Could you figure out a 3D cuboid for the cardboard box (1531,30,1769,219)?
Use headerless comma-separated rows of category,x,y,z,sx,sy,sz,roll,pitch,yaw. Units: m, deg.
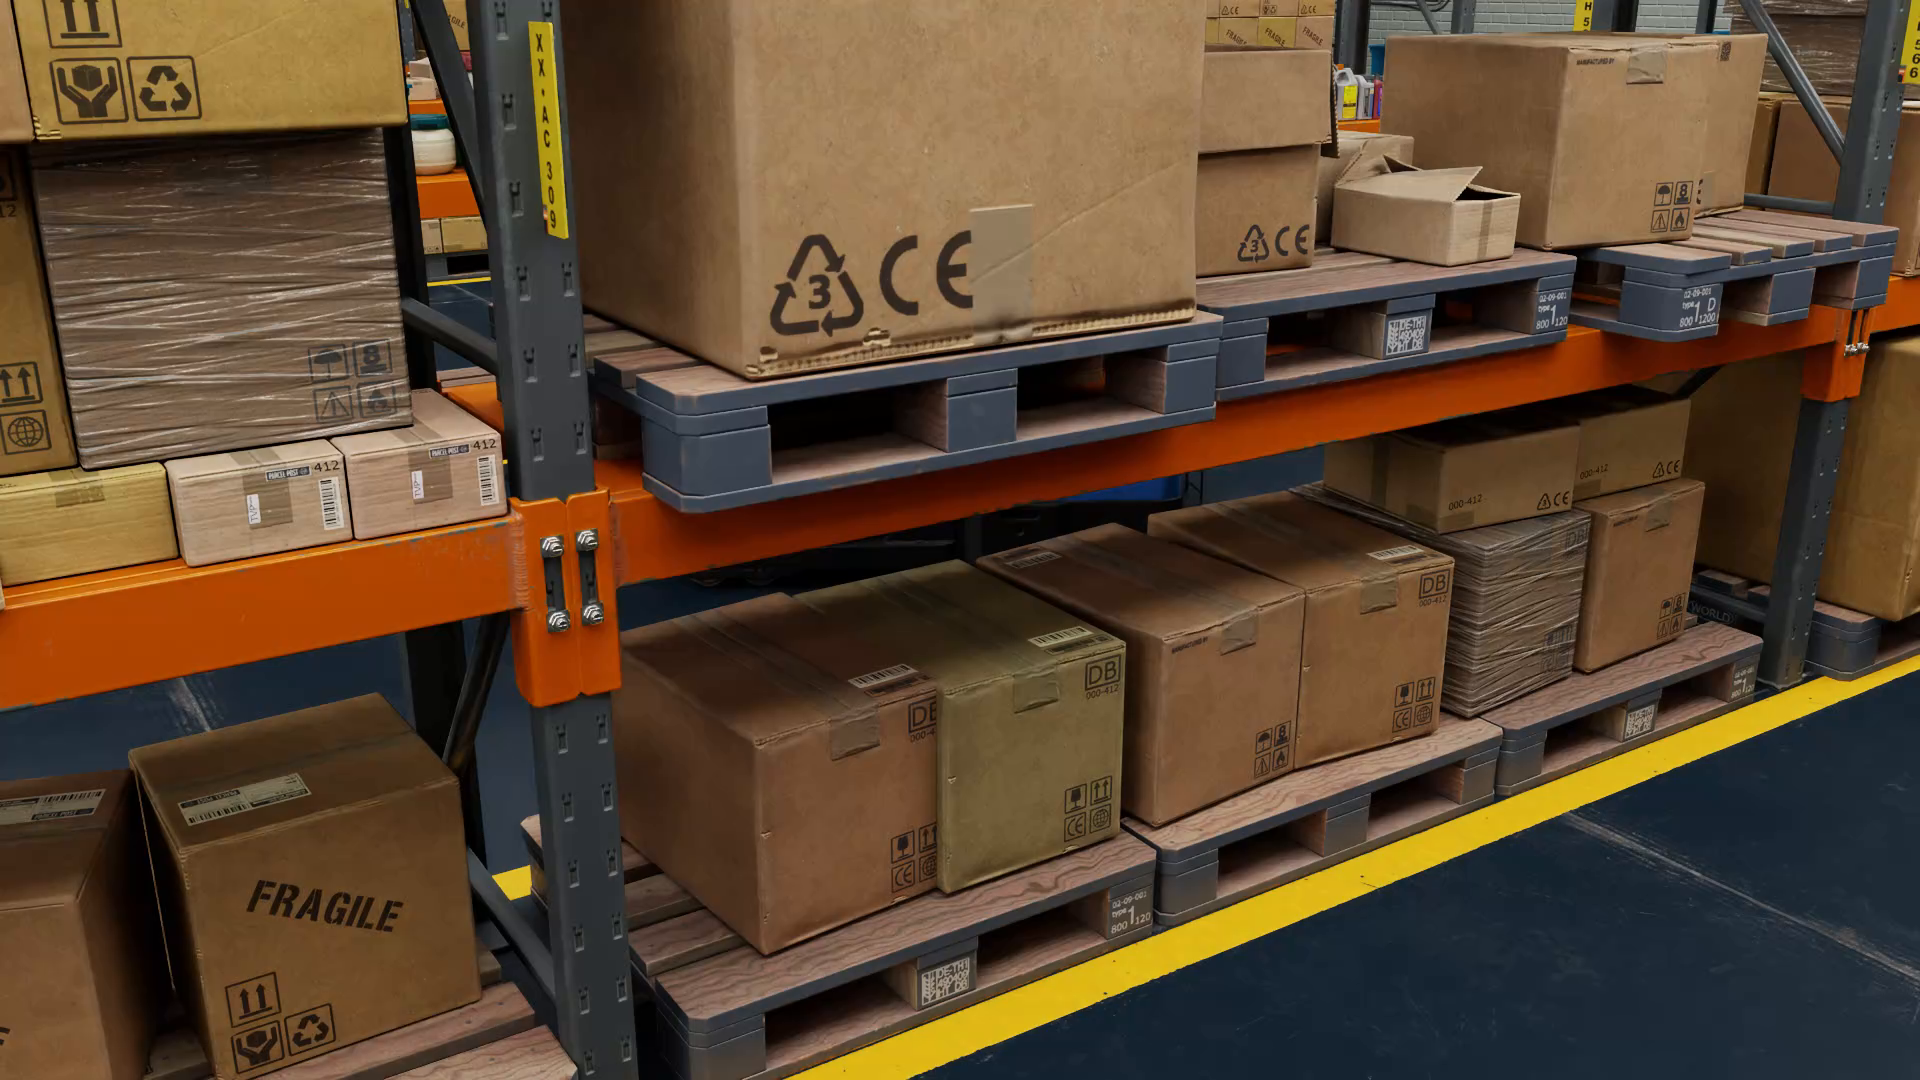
cardboard box,1.961,-1.219,4.855,0.500,0.500,0.500,-15,24,-38

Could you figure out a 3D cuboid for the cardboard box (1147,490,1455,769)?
cardboard box,0.916,0.223,4.617,0.500,0.500,0.700,-10,21,-27

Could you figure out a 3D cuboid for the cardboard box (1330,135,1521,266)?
cardboard box,1.146,-0.848,4.123,0.258,0.266,0.396,-13,22,-33

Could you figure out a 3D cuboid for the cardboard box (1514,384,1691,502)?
cardboard box,1.847,-0.332,5.089,0.500,0.250,0.500,-11,22,-29

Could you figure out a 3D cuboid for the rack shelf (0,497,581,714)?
rack shelf,-2.621,0.319,2.241,4.000,0.370,1.077,-12,22,-31

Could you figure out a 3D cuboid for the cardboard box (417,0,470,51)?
cardboard box,-5.236,-5.268,16.992,0.500,0.500,0.500,-11,22,-30

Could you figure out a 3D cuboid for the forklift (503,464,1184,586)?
forklift,-0.682,-1.389,6.278,3.031,2.935,1.130,-1,19,-2

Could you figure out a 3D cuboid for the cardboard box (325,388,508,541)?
cardboard box,-0.968,-0.139,2.863,0.250,0.149,0.380,-12,22,-31

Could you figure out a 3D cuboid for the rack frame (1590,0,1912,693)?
rack frame,2.390,-1.079,5.252,0.127,3.000,1.000,-12,22,-31

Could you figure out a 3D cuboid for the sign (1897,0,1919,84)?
sign,2.697,-1.446,4.654,0.005,0.325,0.100,-12,22,-31

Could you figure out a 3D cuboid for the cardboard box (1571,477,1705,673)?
cardboard box,1.842,0.021,5.217,0.500,0.500,0.700,-13,23,-34

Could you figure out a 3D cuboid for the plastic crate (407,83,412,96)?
plastic crate,-2.924,-1.969,7.910,0.575,0.384,0.392,-12,22,-31

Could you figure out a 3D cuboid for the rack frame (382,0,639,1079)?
rack frame,-0.950,-0.374,3.168,0.127,3.000,1.000,-12,22,-31

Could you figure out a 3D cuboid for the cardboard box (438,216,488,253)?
cardboard box,-3.789,-2.376,12.726,0.500,0.250,0.500,-12,22,-32

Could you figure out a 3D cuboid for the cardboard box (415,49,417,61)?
cardboard box,-5.651,-5.070,17.418,0.250,0.149,0.380,-12,22,-31

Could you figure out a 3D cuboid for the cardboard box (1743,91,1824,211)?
cardboard box,2.666,-1.279,5.689,0.500,0.500,0.500,-11,22,-30

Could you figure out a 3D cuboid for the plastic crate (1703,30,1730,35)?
plastic crate,6.171,-3.749,13.001,0.499,0.435,0.616,-12,22,-31

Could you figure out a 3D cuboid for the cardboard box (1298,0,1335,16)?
cardboard box,3.406,-5.507,16.634,0.500,0.500,0.500,-12,22,-32

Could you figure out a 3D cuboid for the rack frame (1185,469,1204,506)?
rack frame,1.020,-0.602,7.121,0.006,0.900,0.240,-3,19,-8

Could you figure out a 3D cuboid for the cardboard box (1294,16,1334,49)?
cardboard box,3.402,-5.034,16.795,0.500,0.500,0.500,-11,22,-30

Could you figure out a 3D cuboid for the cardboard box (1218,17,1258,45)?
cardboard box,2.551,-4.855,16.266,0.500,0.500,0.500,-12,22,-31

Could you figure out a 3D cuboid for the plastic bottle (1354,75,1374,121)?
plastic bottle,2.551,-2.829,10.623,0.135,0.276,0.152,-12,22,-31

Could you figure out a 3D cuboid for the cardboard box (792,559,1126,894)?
cardboard box,-0.017,0.420,4.034,0.500,0.500,0.700,-12,22,-32

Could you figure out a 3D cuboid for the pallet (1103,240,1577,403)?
pallet,0.760,-0.628,4.219,1.213,0.211,1.003,-12,22,-31

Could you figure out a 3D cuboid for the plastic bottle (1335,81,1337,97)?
plastic bottle,2.265,-2.803,10.428,0.185,0.351,0.144,-12,22,-31

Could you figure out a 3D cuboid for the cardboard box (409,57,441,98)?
cardboard box,-3.908,-3.581,12.793,0.500,0.311,0.500,-12,22,-32

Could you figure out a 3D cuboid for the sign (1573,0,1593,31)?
sign,2.082,-1.775,5.504,0.005,0.325,0.100,-12,22,-31

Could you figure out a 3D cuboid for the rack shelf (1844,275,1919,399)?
rack shelf,4.061,-1.090,6.409,4.000,0.370,1.077,-12,22,-31

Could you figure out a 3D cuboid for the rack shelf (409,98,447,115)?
rack shelf,-4.725,-3.036,12.164,4.000,0.370,1.077,-12,22,-31

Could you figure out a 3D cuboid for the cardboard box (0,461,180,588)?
cardboard box,-1.424,-0.069,2.658,0.250,0.149,0.380,-12,22,-31

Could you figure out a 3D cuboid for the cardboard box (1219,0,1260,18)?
cardboard box,2.554,-5.325,16.096,0.500,0.500,0.500,-11,22,-30

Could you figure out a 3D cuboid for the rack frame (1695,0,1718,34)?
rack frame,6.348,-3.813,13.338,0.127,3.000,1.000,-12,22,-31

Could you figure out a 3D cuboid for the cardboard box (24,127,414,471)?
cardboard box,-1.360,-0.500,2.918,0.500,0.500,0.875,-12,22,-31

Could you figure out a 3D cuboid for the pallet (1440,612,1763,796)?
pallet,1.737,0.380,5.292,1.213,0.211,1.003,-12,22,-31

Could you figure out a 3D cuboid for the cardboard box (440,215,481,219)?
cardboard box,-3.787,-2.640,12.631,0.500,0.311,0.500,-12,22,-32

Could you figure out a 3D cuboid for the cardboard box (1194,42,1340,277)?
cardboard box,0.447,-0.952,4.060,0.637,0.503,0.797,-9,21,-26

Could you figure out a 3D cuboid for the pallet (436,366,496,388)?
pallet,-2.020,-0.743,8.612,1.213,0.211,1.003,-12,22,-31

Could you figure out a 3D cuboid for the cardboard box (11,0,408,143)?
cardboard box,-1.175,-0.883,2.492,0.500,0.500,0.500,-12,22,-31

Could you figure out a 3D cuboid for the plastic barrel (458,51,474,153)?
plastic barrel,-2.142,-2.002,7.772,0.433,0.535,0.433,0,19,0

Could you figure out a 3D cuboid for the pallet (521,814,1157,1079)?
pallet,-0.301,0.809,4.021,1.213,0.211,1.003,-12,22,-31

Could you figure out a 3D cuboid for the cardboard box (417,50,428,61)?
cardboard box,-5.380,-4.940,17.034,0.250,0.149,0.380,-12,22,-32

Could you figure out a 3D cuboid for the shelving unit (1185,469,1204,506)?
shelving unit,0.920,-0.597,7.106,0.210,0.900,0.258,-3,19,-8

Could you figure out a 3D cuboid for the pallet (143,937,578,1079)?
pallet,-1.492,1.075,3.236,1.213,0.211,1.003,-12,22,-31

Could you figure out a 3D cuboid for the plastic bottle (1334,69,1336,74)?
plastic bottle,2.340,-2.874,10.638,0.185,0.351,0.144,-12,22,-31

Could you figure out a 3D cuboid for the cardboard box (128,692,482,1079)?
cardboard box,-1.306,0.671,3.324,0.500,0.500,0.500,-13,22,-33

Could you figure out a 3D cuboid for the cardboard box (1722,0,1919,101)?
cardboard box,3.010,-1.726,5.443,0.637,0.503,0.797,-11,22,-30

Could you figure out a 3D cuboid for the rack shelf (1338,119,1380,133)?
rack shelf,1.337,-2.415,10.328,4.000,0.370,1.077,-12,22,-31
